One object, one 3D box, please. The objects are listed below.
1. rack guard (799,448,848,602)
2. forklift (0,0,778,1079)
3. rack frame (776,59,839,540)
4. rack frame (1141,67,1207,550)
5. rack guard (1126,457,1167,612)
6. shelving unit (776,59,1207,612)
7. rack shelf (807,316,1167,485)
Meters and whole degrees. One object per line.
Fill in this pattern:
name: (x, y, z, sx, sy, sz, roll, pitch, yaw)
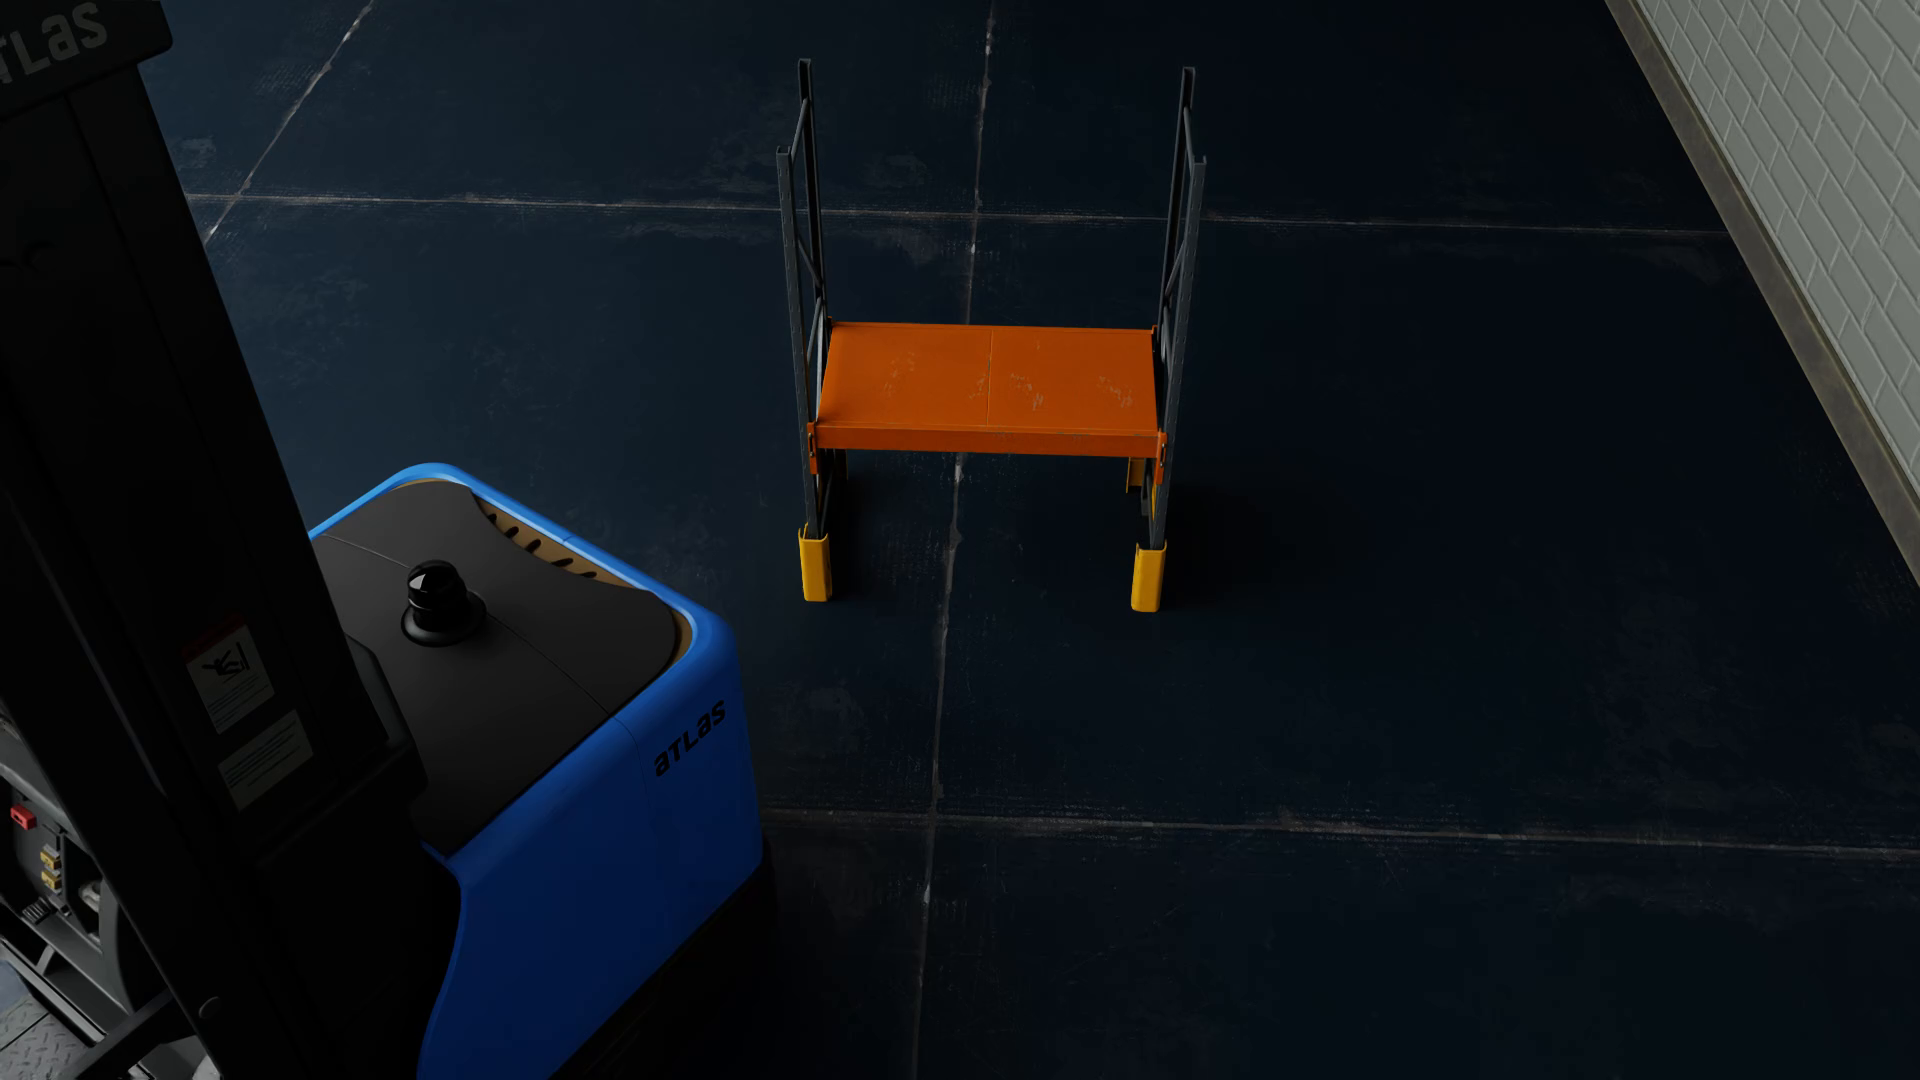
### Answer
rack guard: (-0.421, -0.104, 5.179, 0.087, 0.250, 0.587, 2, 43, 2)
forklift: (-1.731, 0.511, 2.551, 1.130, 2.935, 3.031, 27, 49, 26)
rack frame: (-0.423, -0.562, 4.753, 0.032, 1.500, 0.500, 2, 43, 2)
rack frame: (0.593, -0.531, 4.719, 0.032, 1.500, 0.500, 2, 43, 2)
rack guard: (0.574, -0.074, 5.146, 0.087, 0.250, 0.587, 2, 43, 2)
shelving unit: (0.076, -0.546, 4.736, 1.083, 1.500, 0.587, 2, 43, 2)
rack shelf: (0.085, -0.415, 4.859, 1.000, 0.185, 0.538, 2, 43, 2)
